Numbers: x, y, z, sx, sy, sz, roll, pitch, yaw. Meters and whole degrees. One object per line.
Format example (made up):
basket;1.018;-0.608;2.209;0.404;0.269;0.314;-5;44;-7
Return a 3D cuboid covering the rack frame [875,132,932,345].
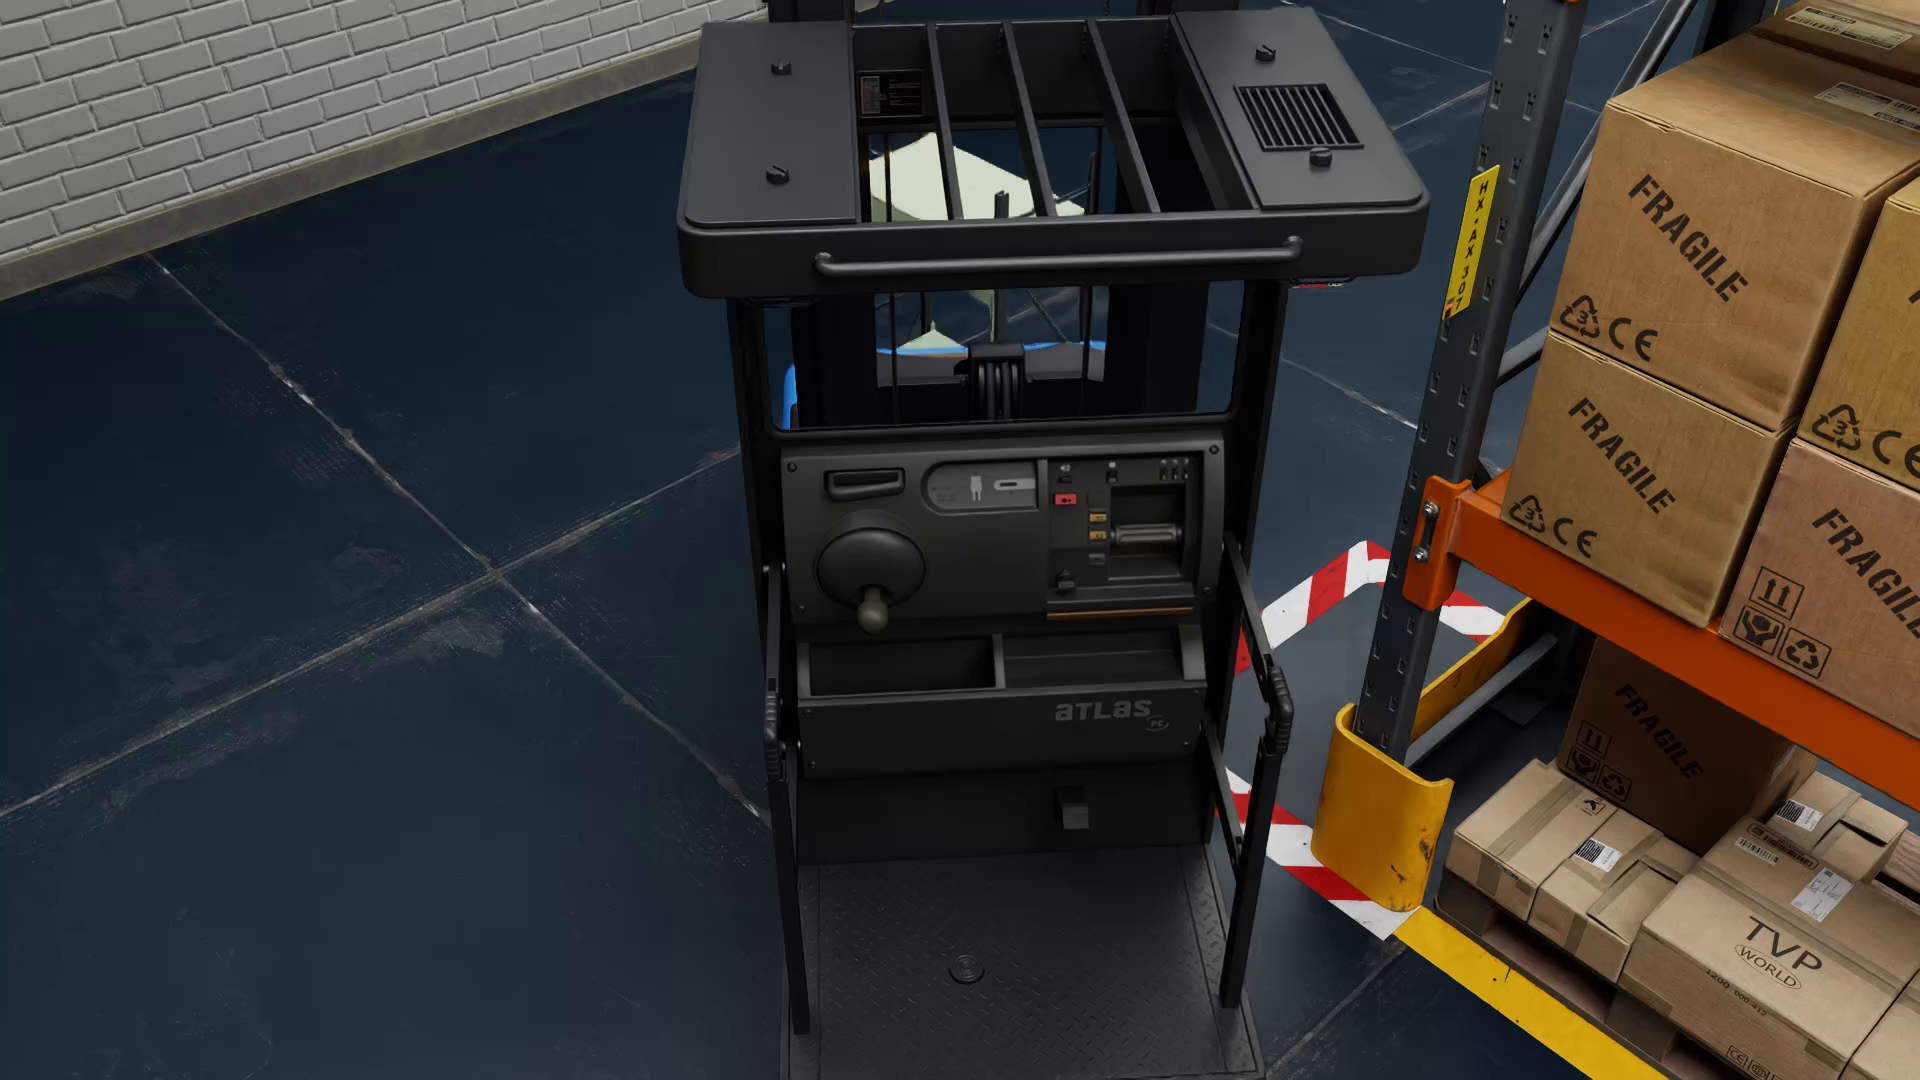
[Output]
rack frame;-0.251;-0.782;5.524;0.400;1.500;0.023;-30;48;-32

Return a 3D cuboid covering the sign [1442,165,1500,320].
sign;1.054;-0.610;3.429;0.100;0.325;0.005;-30;48;-32

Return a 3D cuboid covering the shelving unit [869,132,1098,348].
shelving unit;-0.001;-0.613;5.316;0.431;1.500;0.755;-30;48;-32

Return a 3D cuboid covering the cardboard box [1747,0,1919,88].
cardboard box;1.957;-0.843;3.531;0.500;0.500;0.500;-30;48;-32

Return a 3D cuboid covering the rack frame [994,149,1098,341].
rack frame;0.248;-0.445;5.107;0.400;1.500;0.023;-30;48;-32

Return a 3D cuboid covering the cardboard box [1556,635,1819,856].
cardboard box;2.003;0.444;4.452;0.500;0.500;0.500;-30;48;-32

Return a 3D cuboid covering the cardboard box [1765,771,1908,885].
cardboard box;2.210;0.800;4.277;0.380;0.166;0.250;-30;48;-32

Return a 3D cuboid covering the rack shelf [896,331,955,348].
rack shelf;-0.001;-0.436;5.459;0.368;0.124;0.686;-30;48;-32

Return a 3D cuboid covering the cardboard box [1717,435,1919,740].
cardboard box;1.912;0.011;3.270;0.500;0.500;0.500;-30;48;-32

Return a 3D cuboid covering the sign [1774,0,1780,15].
sign;1.876;-1.304;3.804;0.100;0.325;0.005;-30;48;-32

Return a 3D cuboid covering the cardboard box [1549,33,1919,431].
cardboard box;1.559;-0.615;3.248;0.500;0.500;0.500;-28;47;-31

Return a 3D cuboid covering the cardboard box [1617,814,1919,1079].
cardboard box;1.950;0.998;3.965;0.500;0.250;0.500;-30;48;-32

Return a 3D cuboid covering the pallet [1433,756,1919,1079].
pallet;2.045;0.985;4.363;1.003;0.211;1.213;-30;48;-32

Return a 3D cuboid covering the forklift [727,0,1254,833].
forklift;0.111;0.060;3.343;1.130;2.935;3.031;-3;39;-3

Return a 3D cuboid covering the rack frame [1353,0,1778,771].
rack frame;1.453;-0.504;3.987;1.000;3.000;0.127;-30;48;-32

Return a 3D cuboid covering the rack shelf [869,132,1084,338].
rack shelf;-0.001;-0.917;5.070;0.431;0.370;0.720;-30;48;-32

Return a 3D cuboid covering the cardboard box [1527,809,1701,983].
cardboard box;1.653;0.883;4.175;0.380;0.166;0.250;-30;48;-32

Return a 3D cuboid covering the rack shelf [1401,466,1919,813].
rack shelf;2.806;0.701;3.067;1.077;0.370;4.000;-30;48;-32
